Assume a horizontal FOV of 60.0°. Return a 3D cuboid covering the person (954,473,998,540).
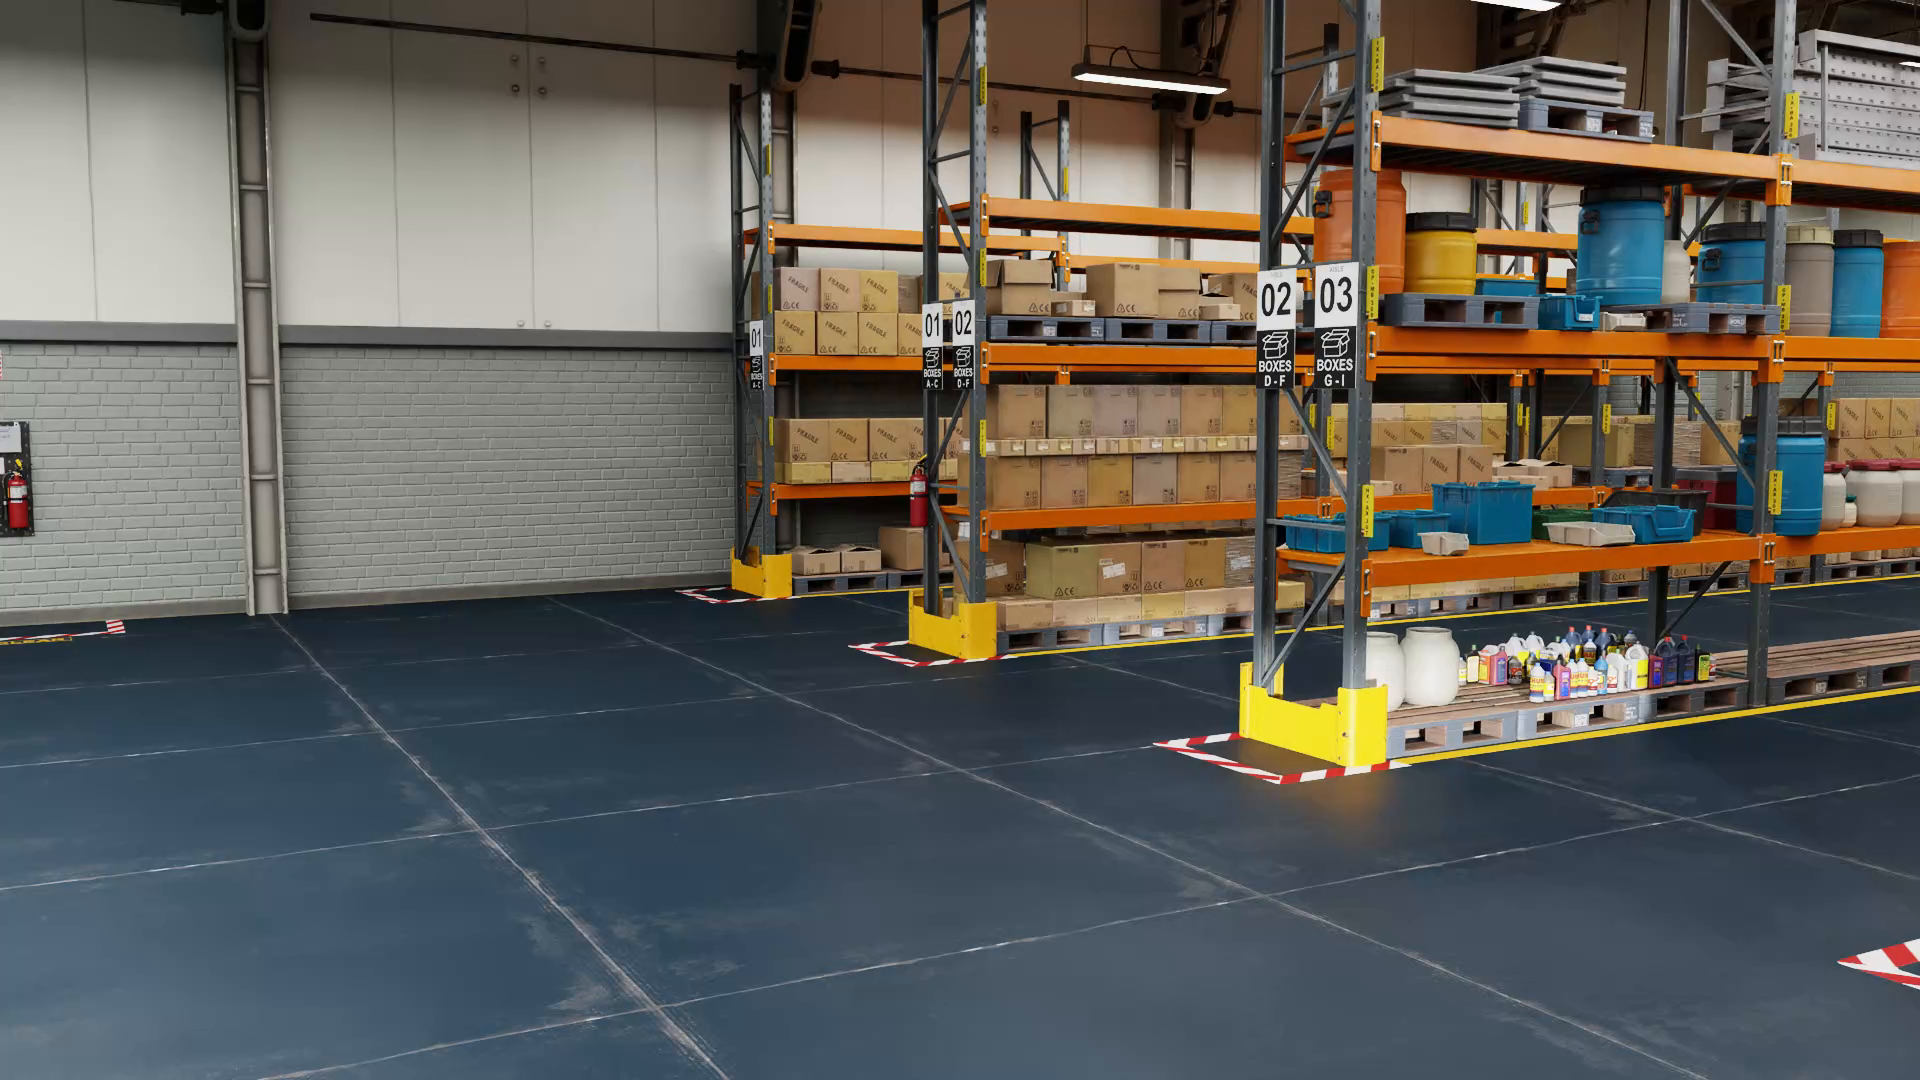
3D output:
[{"bbox_3d":[0.123,0.020,17.253,0.471,1.665,0.563,-3,6,-34],"label":"person"}]
